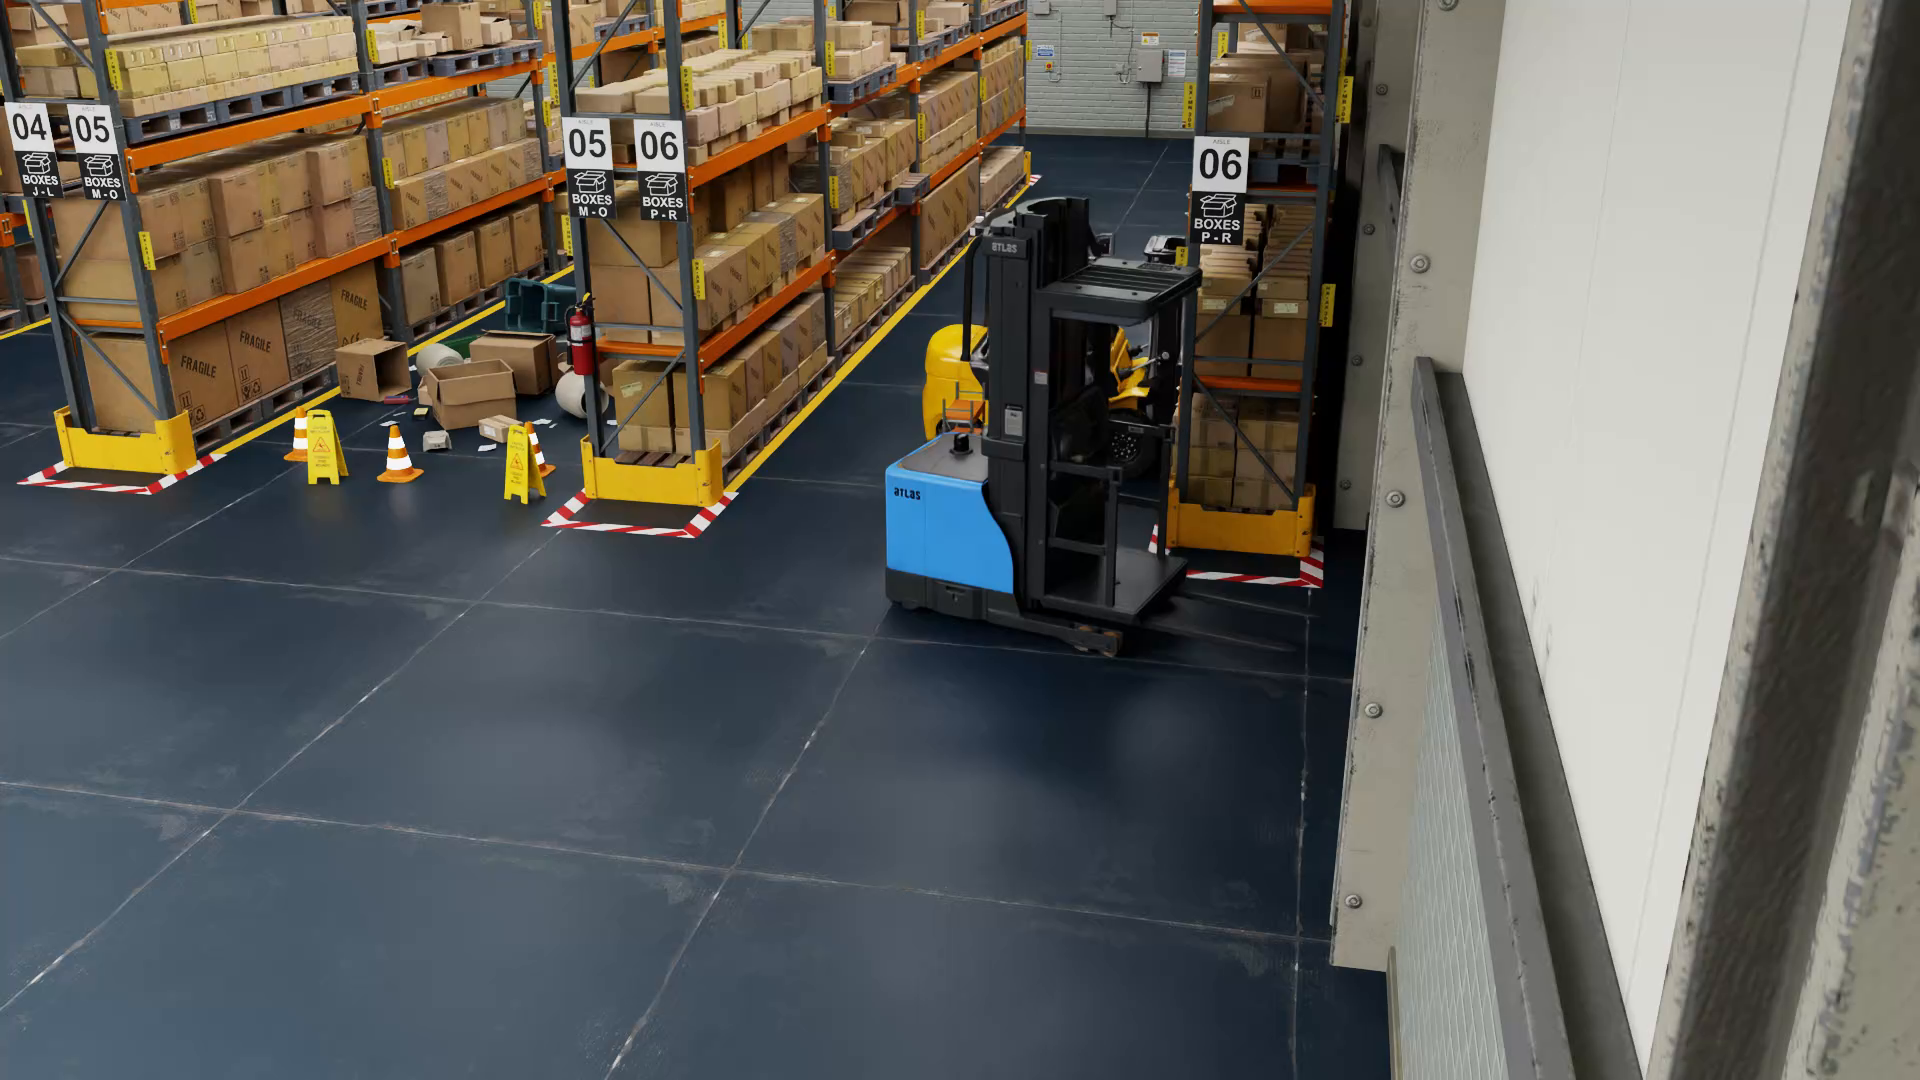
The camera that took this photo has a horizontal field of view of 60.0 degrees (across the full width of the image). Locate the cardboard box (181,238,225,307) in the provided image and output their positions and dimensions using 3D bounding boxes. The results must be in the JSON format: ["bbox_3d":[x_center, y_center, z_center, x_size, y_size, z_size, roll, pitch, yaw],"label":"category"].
[{"bbox_3d":[-7.392,-2.498,15.369,0.875,0.550,0.550,4,22,11],"label":"cardboard box"}]

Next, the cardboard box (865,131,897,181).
[{"bbox_3d":[-1.032,-4.488,19.419,0.500,0.500,0.500,3,22,7],"label":"cardboard box"}]

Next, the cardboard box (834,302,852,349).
[{"bbox_3d":[-1.727,-2.376,18.225,0.950,0.372,0.625,5,22,12],"label":"cardboard box"}]

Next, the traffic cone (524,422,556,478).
[{"bbox_3d":[-3.822,-0.824,14.812,0.336,0.463,0.334,4,22,11],"label":"traffic cone"}]

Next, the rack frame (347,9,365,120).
[{"bbox_3d":[-9.900,-6.890,26.476,1.000,3.000,0.127,4,22,11],"label":"rack frame"}]

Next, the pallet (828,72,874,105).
[{"bbox_3d":[-1.601,-4.730,17.351,1.213,0.211,1.003,4,22,11],"label":"pallet"}]

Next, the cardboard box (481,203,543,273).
[{"bbox_3d":[-6.094,-3.947,21.619,1.050,0.750,0.750,4,22,10],"label":"cardboard box"}]

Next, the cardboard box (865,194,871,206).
[{"bbox_3d":[-1.221,-3.846,18.693,0.380,0.149,0.250,5,22,11],"label":"cardboard box"}]

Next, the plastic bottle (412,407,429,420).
[{"bbox_3d":[-5.317,-1.252,16.410,0.133,0.061,0.283,-3,22,-8],"label":"plastic bottle"}]

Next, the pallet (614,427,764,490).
[{"bbox_3d":[-2.431,-0.774,15.024,1.003,0.211,1.213,4,22,11],"label":"pallet"}]

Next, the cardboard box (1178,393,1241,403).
[{"bbox_3d":[2.100,-1.131,13.957,0.500,0.250,0.500,5,22,12],"label":"cardboard box"}]

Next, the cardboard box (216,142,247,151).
[{"bbox_3d":[-10.351,-5.630,23.215,0.500,0.500,0.500,5,22,12],"label":"cardboard box"}]

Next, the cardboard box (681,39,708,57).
[{"bbox_3d":[-4.404,-7.830,26.939,0.500,0.500,0.500,4,22,9],"label":"cardboard box"}]

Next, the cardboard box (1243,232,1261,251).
[{"bbox_3d":[2.387,-2.562,14.331,0.380,0.149,0.250,5,22,12],"label":"cardboard box"}]

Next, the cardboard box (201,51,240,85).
[{"bbox_3d":[-6.959,-4.314,15.172,0.500,0.250,0.500,4,22,10],"label":"cardboard box"}]

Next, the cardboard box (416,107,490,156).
[{"bbox_3d":[-6.187,-4.986,20.276,0.700,0.500,0.500,4,22,10],"label":"cardboard box"}]

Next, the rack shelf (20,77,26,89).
[{"bbox_3d":[-11.125,-5.753,20.601,1.077,0.370,4.000,4,22,11],"label":"rack shelf"}]

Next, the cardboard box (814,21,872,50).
[{"bbox_3d":[-1.228,-5.323,17.540,0.500,0.250,0.500,4,22,10],"label":"cardboard box"}]

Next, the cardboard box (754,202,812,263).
[{"bbox_3d":[-1.777,-3.023,16.342,0.500,0.500,0.500,5,23,13],"label":"cardboard box"}]

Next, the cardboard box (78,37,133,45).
[{"bbox_3d":[-7.621,-4.401,14.853,0.380,0.149,0.250,5,22,12],"label":"cardboard box"}]

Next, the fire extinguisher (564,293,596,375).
[{"bbox_3d":[-3.122,-1.703,13.701,0.296,0.674,0.183,4,22,11],"label":"fire extinguisher"}]

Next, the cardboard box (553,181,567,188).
[{"bbox_3d":[-5.400,-4.814,23.102,0.500,0.250,0.500,4,22,10],"label":"cardboard box"}]

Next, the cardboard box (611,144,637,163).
[{"bbox_3d":[-2.848,-3.172,13.567,0.380,0.149,0.250,5,22,11],"label":"cardboard box"}]

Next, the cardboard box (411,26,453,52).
[{"bbox_3d":[-6.108,-5.787,19.207,0.396,0.266,0.258,4,22,11],"label":"cardboard box"}]

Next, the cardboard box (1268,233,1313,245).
[{"bbox_3d":[2.834,-2.524,14.235,0.380,0.149,0.250,5,22,11],"label":"cardboard box"}]

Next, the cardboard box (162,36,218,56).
[{"bbox_3d":[-6.926,-4.441,14.955,0.380,0.149,0.250,4,22,10],"label":"cardboard box"}]

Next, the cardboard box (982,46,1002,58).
[{"bbox_3d":[0.449,-7.597,25.890,0.380,0.149,0.250,5,22,11],"label":"cardboard box"}]

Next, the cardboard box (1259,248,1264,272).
[{"bbox_3d":[2.490,-2.358,15.091,0.500,0.500,0.500,4,22,10],"label":"cardboard box"}]

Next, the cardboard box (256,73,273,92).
[{"bbox_3d":[-6.769,-4.349,15.793,0.380,0.149,0.250,4,22,11],"label":"cardboard box"}]

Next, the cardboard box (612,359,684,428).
[{"bbox_3d":[-2.739,-1.326,14.775,0.500,0.500,0.500,5,22,11],"label":"cardboard box"}]

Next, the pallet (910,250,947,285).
[{"bbox_3d":[-0.780,-3.660,22.190,1.003,0.211,1.213,4,22,11],"label":"pallet"}]

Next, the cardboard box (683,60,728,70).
[{"bbox_3d":[-2.383,-4.381,15.501,0.380,0.149,0.250,4,22,9],"label":"cardboard box"}]

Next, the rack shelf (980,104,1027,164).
[{"bbox_3d":[0.209,-6.532,26.551,1.077,0.370,4.000,4,22,11],"label":"rack shelf"}]

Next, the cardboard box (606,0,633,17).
[{"bbox_3d":[-5.250,-7.977,24.464,0.700,0.500,0.500,4,22,11],"label":"cardboard box"}]

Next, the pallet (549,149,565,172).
[{"bbox_3d":[-5.840,-5.192,22.516,1.213,0.211,1.003,4,22,11],"label":"pallet"}]

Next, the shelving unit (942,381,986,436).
[{"bbox_3d":[0.034,-0.617,13.310,0.258,1.200,0.503,4,22,11],"label":"shelving unit"}]

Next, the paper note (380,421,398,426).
[{"bbox_3d":[-5.540,-1.137,16.168,0.144,0.017,0.142,13,25,29],"label":"paper note"}]

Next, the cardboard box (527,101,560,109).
[{"bbox_3d":[-5.910,-6.148,23.612,0.380,0.149,0.250,5,23,13],"label":"cardboard box"}]

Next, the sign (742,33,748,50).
[{"bbox_3d":[-3.710,-8.572,28.679,0.100,0.325,0.005,4,22,11],"label":"sign"}]

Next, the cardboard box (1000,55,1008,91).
[{"bbox_3d":[0.466,-7.355,26.159,0.500,0.500,0.500,4,22,11],"label":"cardboard box"}]

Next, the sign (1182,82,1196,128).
[{"bbox_3d":[1.684,-3.180,12.171,0.100,0.325,0.005,4,22,11],"label":"sign"}]

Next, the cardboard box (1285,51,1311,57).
[{"bbox_3d":[3.485,-5.034,17.470,0.380,0.166,0.250,4,22,11],"label":"cardboard box"}]

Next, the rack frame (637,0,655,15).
[{"bbox_3d":[-5.065,-9.257,24.324,1.000,3.000,0.127,4,22,11],"label":"rack frame"}]

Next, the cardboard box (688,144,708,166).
[{"bbox_3d":[-2.262,-3.117,13.429,0.380,0.149,0.250,4,22,11],"label":"cardboard box"}]

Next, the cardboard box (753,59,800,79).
[{"bbox_3d":[-1.725,-4.427,15.613,0.380,0.149,0.250,5,22,12],"label":"cardboard box"}]

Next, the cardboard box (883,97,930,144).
[{"bbox_3d":[-0.675,-5.343,21.164,0.500,0.500,0.500,4,22,9],"label":"cardboard box"}]

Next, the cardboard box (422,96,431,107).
[{"bbox_3d":[-9.198,-7.426,28.144,0.380,0.149,0.250,4,22,9],"label":"cardboard box"}]

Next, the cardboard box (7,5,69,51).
[{"bbox_3d":[-11.148,-6.107,19.817,0.797,0.503,0.637,5,23,13],"label":"cardboard box"}]

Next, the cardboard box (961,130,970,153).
[{"bbox_3d":[-0.149,-5.695,23.711,0.500,0.250,0.500,4,22,10],"label":"cardboard box"}]

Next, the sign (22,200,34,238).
[{"bbox_3d":[-8.042,-2.779,14.403,0.100,0.325,0.005,4,22,11],"label":"sign"}]

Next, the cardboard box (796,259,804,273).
[{"bbox_3d":[-1.772,-2.770,16.583,0.380,0.149,0.250,5,22,11],"label":"cardboard box"}]

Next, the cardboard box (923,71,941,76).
[{"bbox_3d":[-0.570,-6.505,24.049,0.500,0.500,0.500,5,22,12],"label":"cardboard box"}]

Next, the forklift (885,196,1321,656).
[{"bbox_3d":[1.004,-0.788,11.418,3.031,2.935,1.130,11,24,25],"label":"forklift"}]

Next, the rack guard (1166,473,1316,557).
[{"bbox_3d":[2.208,-0.200,13.212,1.175,0.500,0.348,4,22,11],"label":"rack guard"}]
